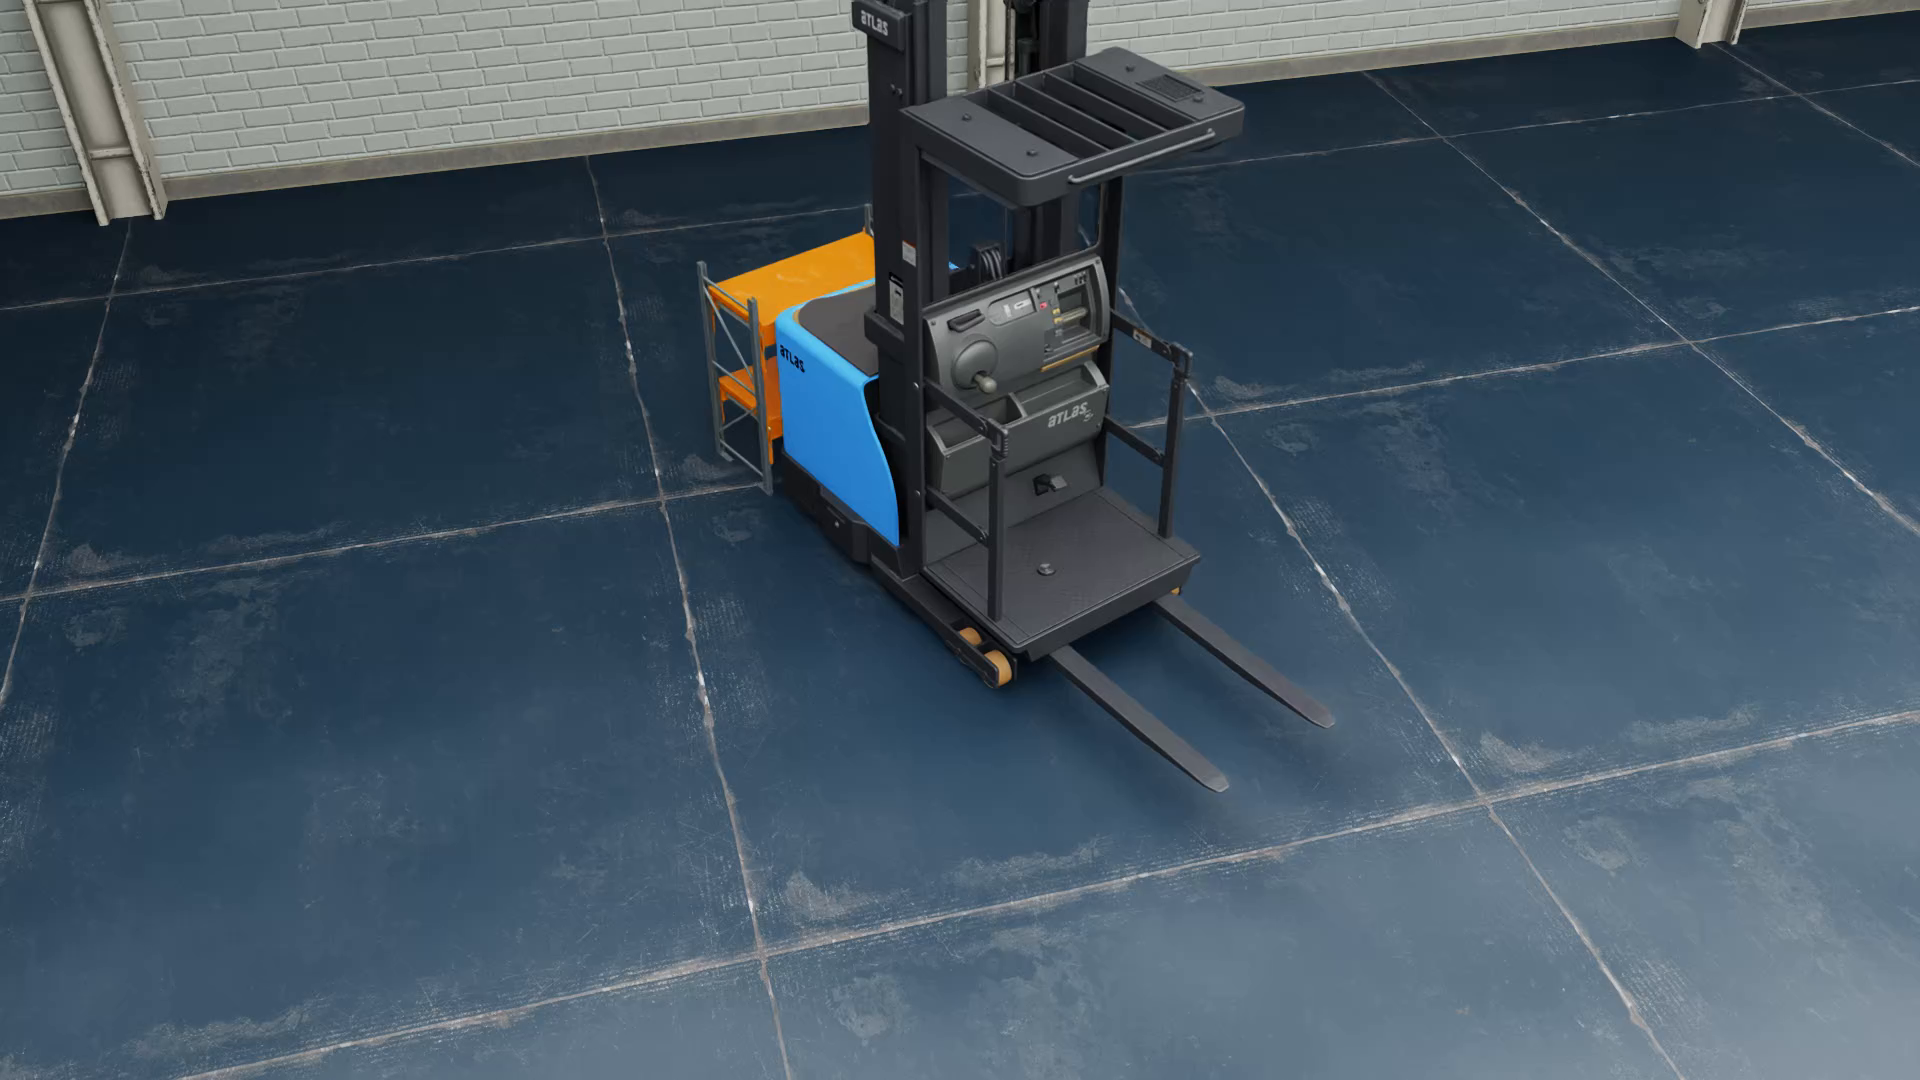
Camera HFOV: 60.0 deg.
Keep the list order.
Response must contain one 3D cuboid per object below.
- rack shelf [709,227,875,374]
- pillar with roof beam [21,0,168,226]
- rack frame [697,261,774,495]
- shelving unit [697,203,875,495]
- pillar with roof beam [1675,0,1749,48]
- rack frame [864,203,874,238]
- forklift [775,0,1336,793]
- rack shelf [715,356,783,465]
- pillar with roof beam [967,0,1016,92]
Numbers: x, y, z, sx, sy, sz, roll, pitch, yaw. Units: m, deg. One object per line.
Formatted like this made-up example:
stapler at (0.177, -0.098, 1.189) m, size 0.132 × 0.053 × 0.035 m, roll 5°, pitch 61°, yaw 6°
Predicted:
rack shelf at (-0.729, -1.228, 8.427) m, size 1.000 × 0.278 × 0.538 m, roll -26°, pitch 44°, yaw -30°
pillar with roof beam at (-4.385, -3.236, 5.053) m, size 0.400 × 9.000 × 9.100 m, roll -9°, pitch 38°, yaw -12°
rack frame at (-1.126, -0.802, 8.353) m, size 0.032 × 1.125 × 0.500 m, roll -26°, pitch 44°, yaw -30°
shelving unit at (-0.729, -0.995, 8.605) m, size 1.048 × 1.125 × 0.538 m, roll -26°, pitch 44°, yaw -30°
pillar with roof beam at (7.200, -5.136, 7.538) m, size 0.400 × 9.000 × 9.100 m, roll -9°, pitch 38°, yaw -12°
rack frame at (-0.331, -1.188, 8.857) m, size 0.032 × 1.125 × 0.500 m, roll -26°, pitch 44°, yaw -30°
forklift at (0.387, -0.849, 6.927) m, size 1.130 × 2.935 × 3.031 m, roll -24°, pitch 44°, yaw -28°
rack shelf at (-0.729, -0.801, 8.753) m, size 1.000 × 0.278 × 0.538 m, roll -26°, pitch 44°, yaw -30°
pillar with roof beam at (1.408, -4.186, 6.295) m, size 0.400 × 9.000 × 9.100 m, roll -9°, pitch 38°, yaw -12°
